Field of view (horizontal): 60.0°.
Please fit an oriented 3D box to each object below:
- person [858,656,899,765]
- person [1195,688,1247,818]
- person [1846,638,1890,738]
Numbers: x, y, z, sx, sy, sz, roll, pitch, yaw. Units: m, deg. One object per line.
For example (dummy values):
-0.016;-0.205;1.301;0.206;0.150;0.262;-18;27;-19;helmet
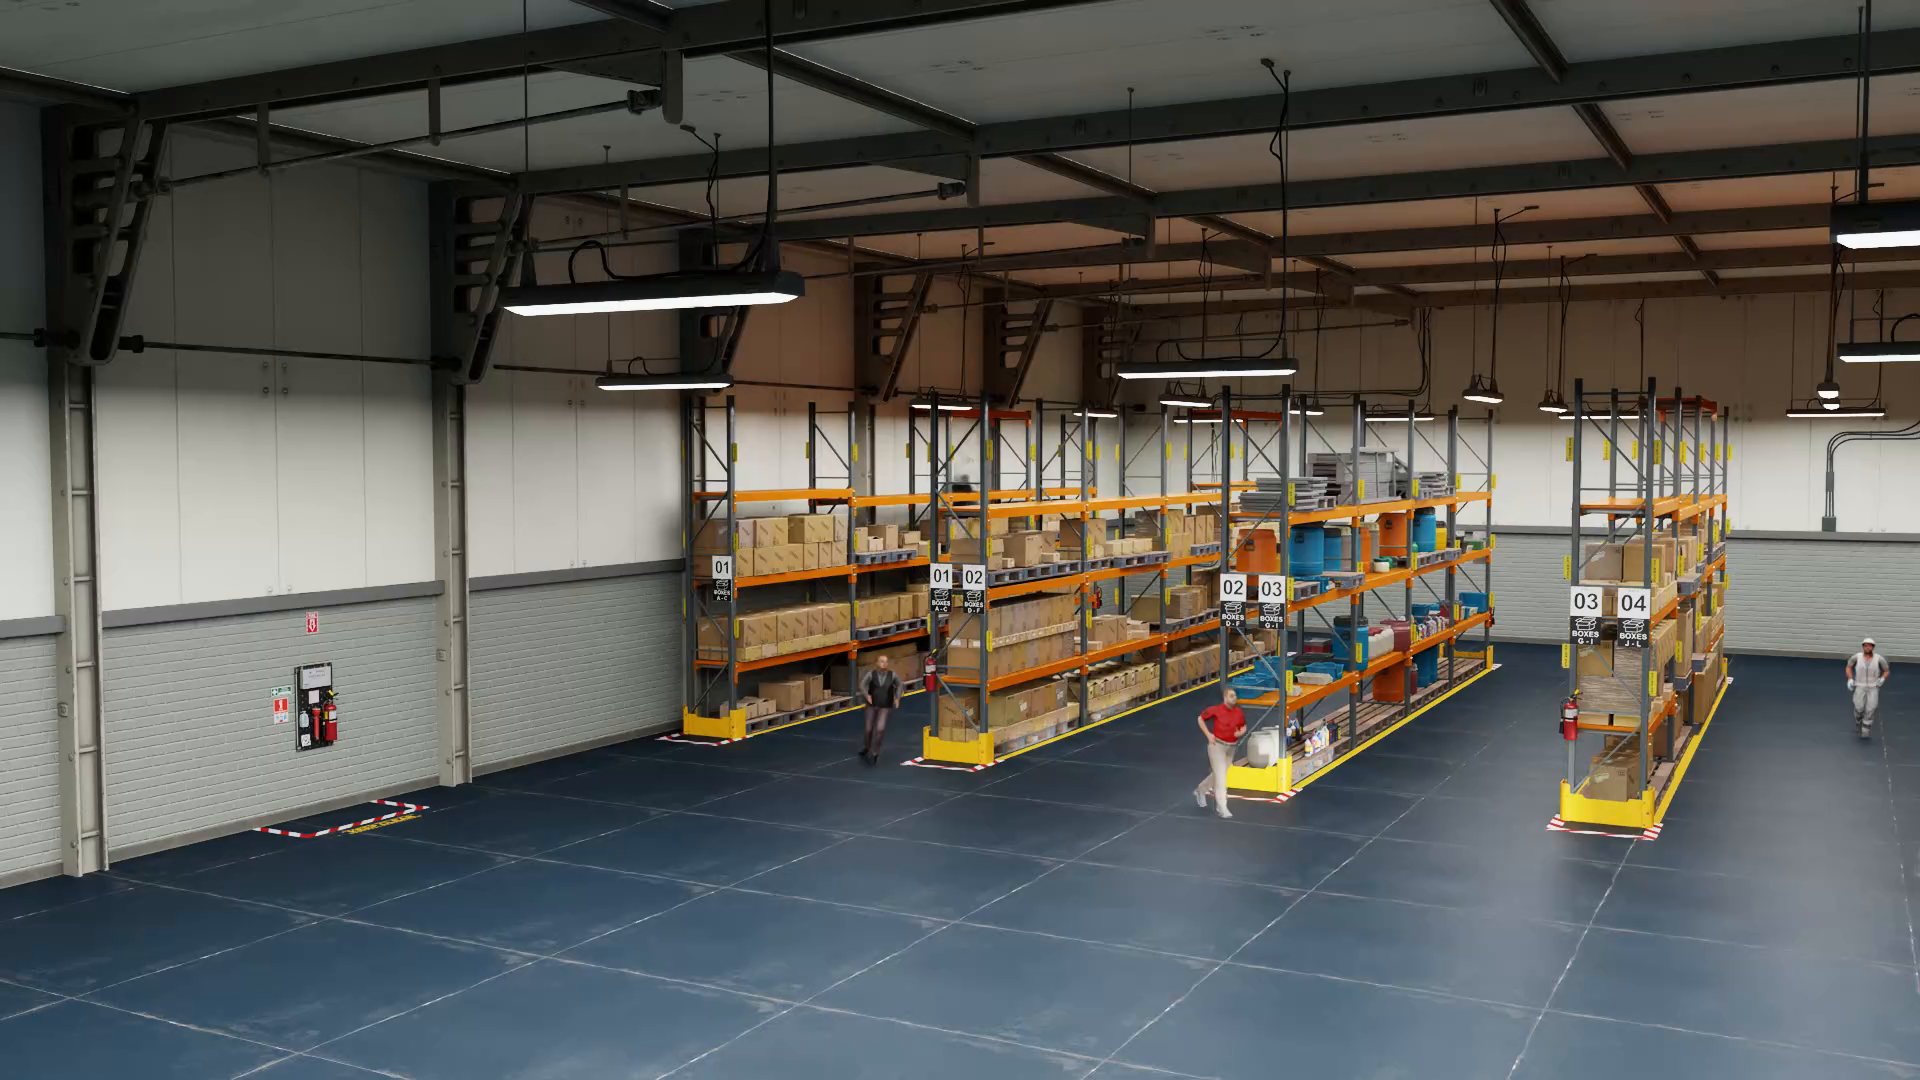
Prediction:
-1.319;2.744;26.944;0.698;1.750;0.752;0;3;1;person
3.691;2.937;23.219;0.681;1.744;0.892;-2;3;-30;person
15.906;2.592;29.135;0.669;1.749;0.584;2;3;27;person
